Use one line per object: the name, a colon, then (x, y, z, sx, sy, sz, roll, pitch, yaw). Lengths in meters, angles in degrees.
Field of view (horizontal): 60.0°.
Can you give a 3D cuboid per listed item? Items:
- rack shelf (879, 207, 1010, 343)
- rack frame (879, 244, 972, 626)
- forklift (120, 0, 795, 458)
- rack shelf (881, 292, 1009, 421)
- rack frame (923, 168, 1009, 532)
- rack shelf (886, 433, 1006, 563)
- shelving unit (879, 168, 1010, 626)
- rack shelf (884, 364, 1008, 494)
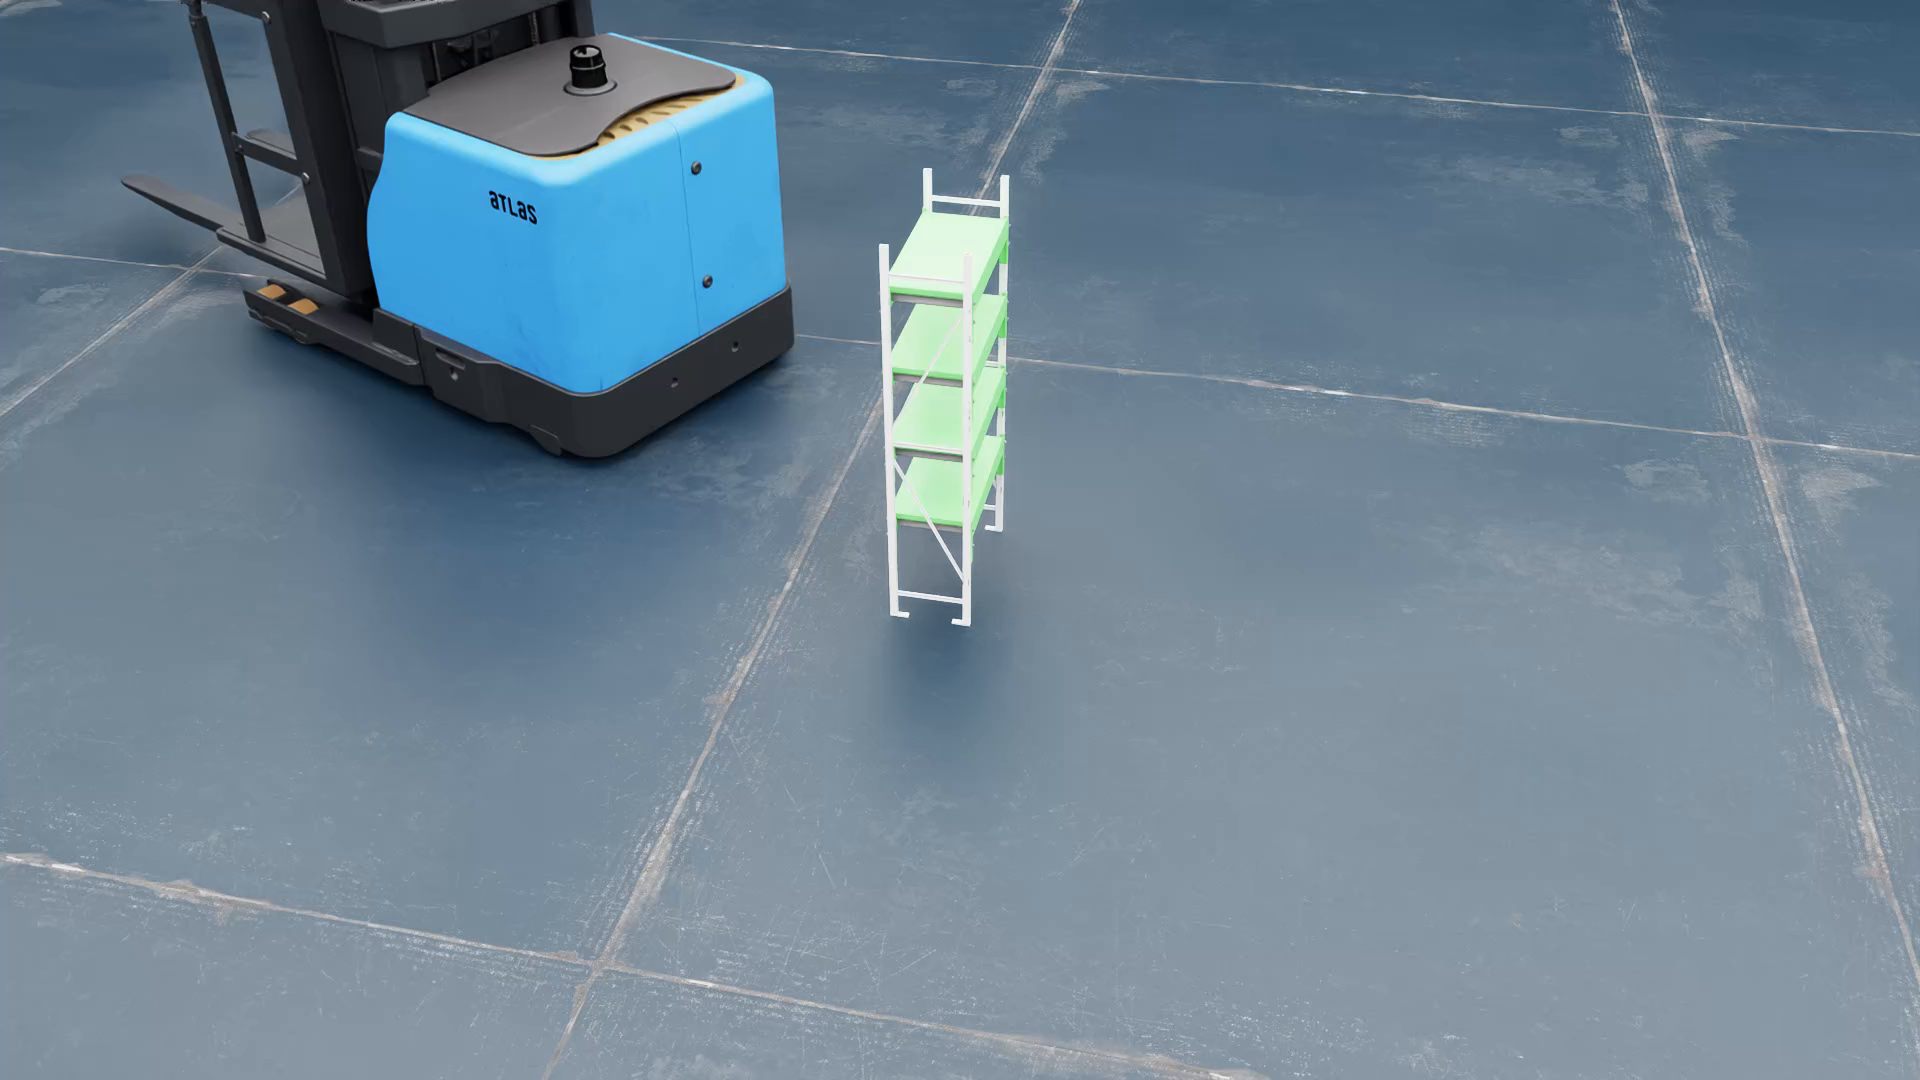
rack shelf: (-0.035, -0.728, 4.523, 0.258, 0.148, 0.480, 7, 37, 10)
rack frame: (-0.087, -0.251, 4.574, 0.240, 1.200, 0.015, 7, 37, 10)
forklift: (-2.099, -2.150, 5.718, 3.031, 2.935, 1.130, 23, 42, 29)
rack shelf: (-0.035, -0.534, 4.664, 0.258, 0.148, 0.480, 7, 37, 10)
rack frame: (0.017, -0.531, 4.960, 0.240, 1.200, 0.015, 7, 37, 10)
rack shelf: (-0.035, -0.145, 4.945, 0.258, 0.148, 0.480, 7, 37, 10)
shelving unit: (-0.035, -0.391, 4.767, 0.258, 1.200, 0.503, 7, 37, 10)
rack shelf: (-0.035, -0.339, 4.804, 0.258, 0.148, 0.480, 7, 37, 10)
